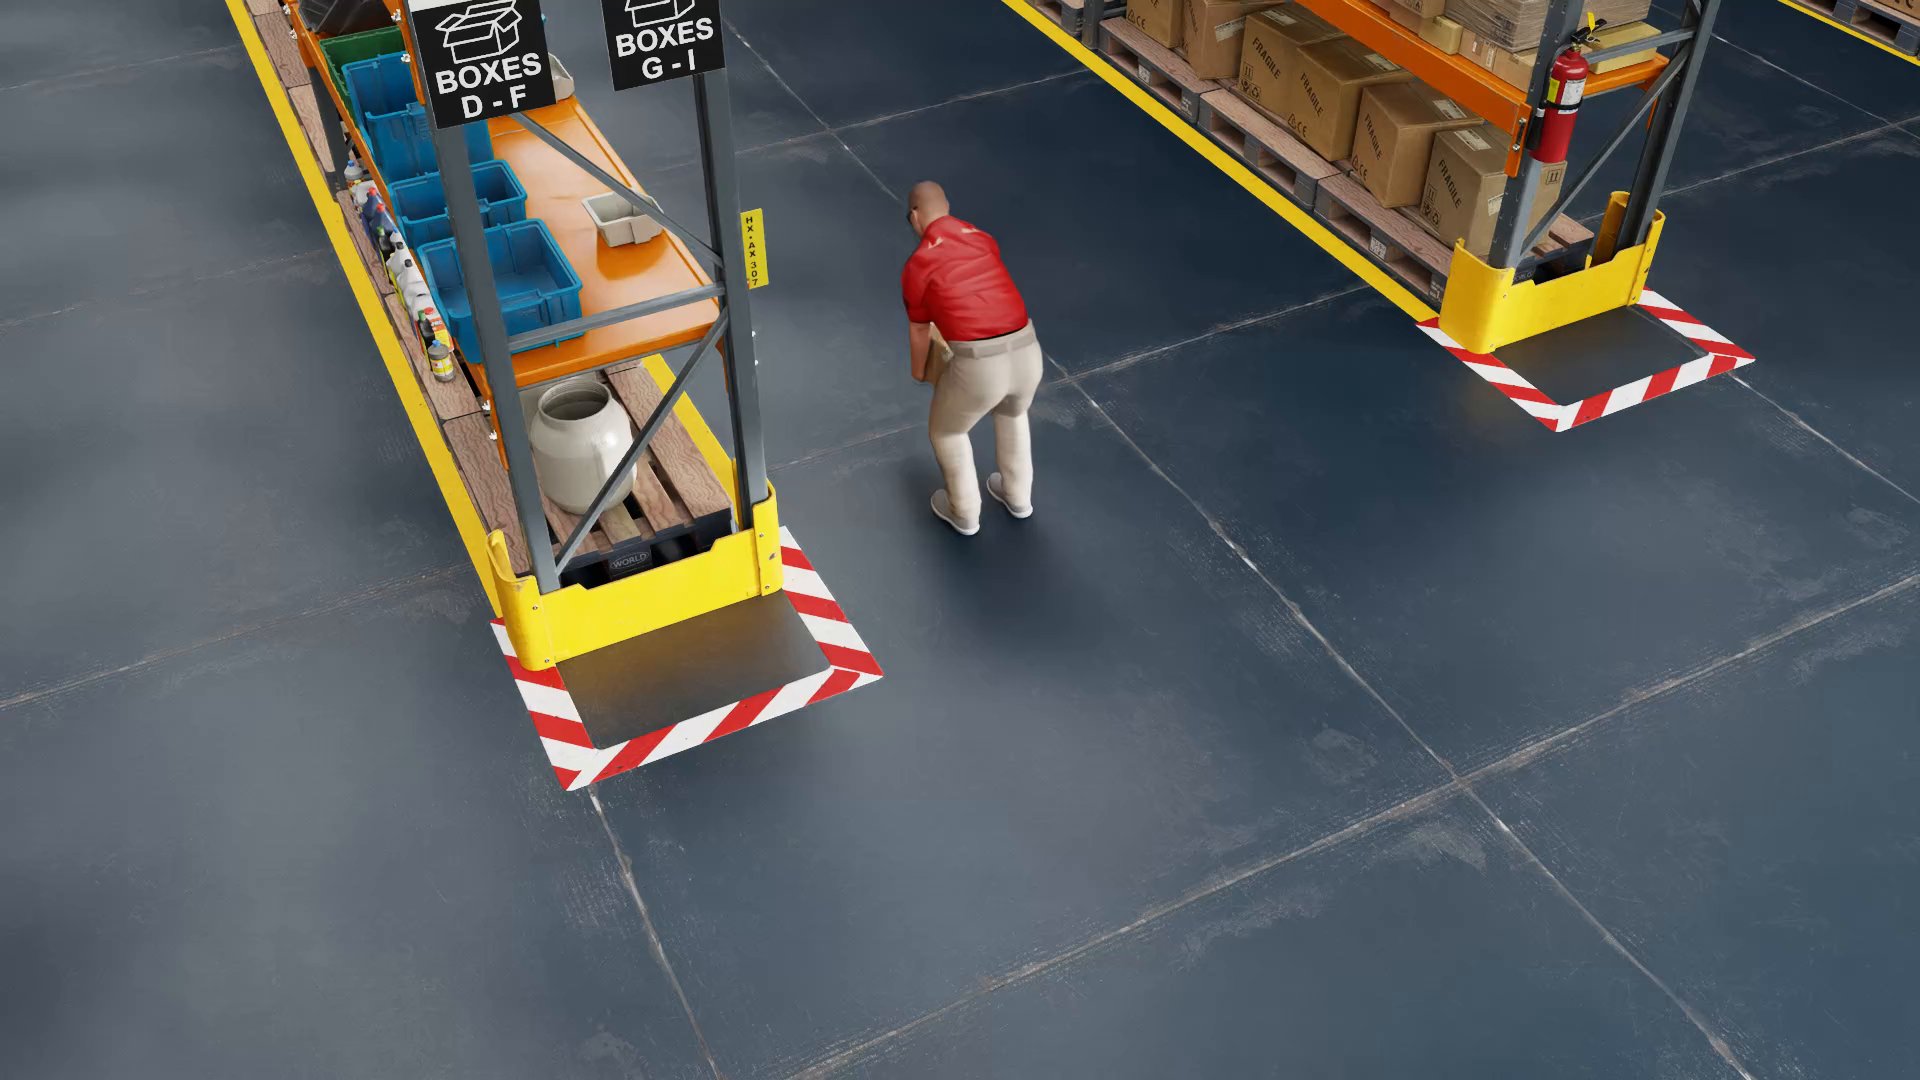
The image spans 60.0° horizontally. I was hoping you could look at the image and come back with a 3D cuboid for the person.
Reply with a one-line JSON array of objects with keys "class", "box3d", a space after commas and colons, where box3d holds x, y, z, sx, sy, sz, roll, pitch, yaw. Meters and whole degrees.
[{"class": "person", "box3d": [0.063, -0.819, 7.132, 0.485, 1.711, 0.571, -20, 45, -21]}]
